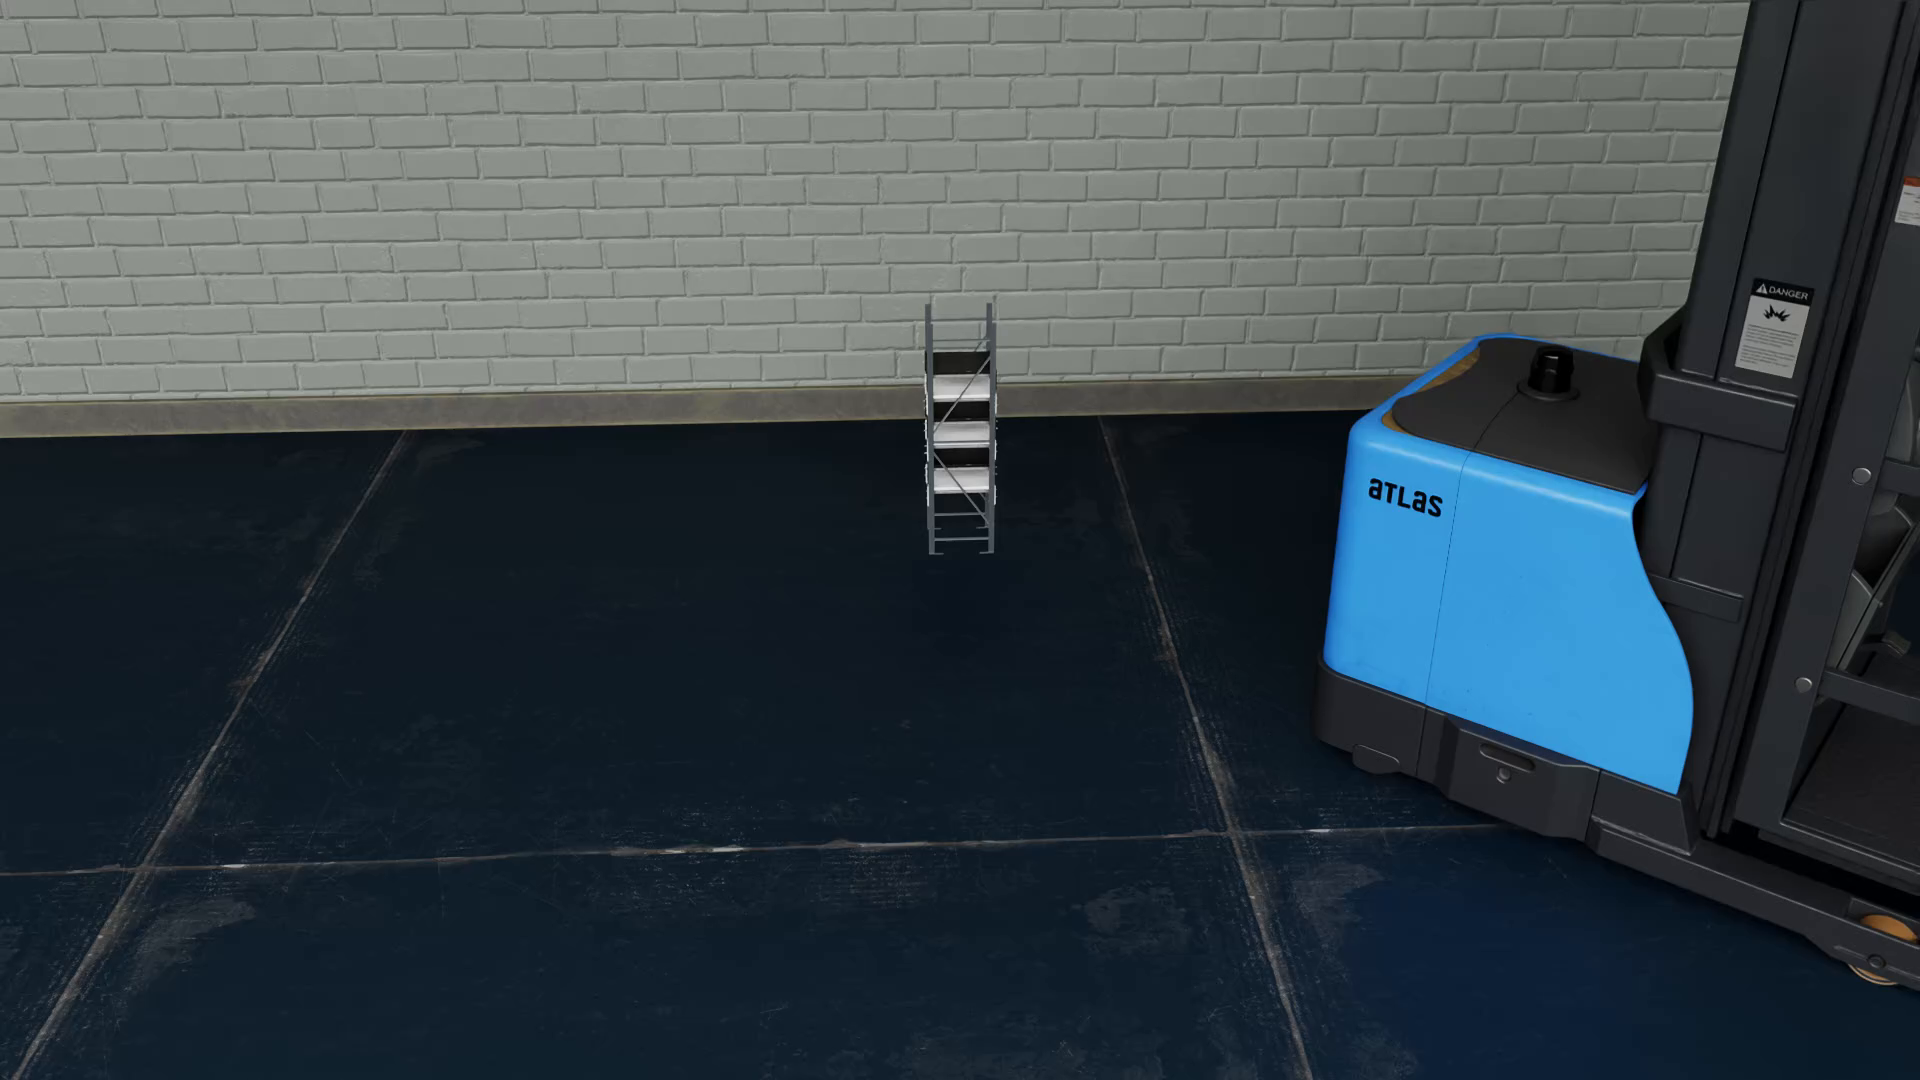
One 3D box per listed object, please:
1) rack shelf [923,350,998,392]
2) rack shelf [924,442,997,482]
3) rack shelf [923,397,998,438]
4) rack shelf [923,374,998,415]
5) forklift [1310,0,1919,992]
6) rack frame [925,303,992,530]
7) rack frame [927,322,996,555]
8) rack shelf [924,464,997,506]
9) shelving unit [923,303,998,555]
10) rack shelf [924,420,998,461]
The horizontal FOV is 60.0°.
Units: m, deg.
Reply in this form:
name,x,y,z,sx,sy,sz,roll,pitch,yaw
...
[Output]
name,x,y,z,sx,sy,sz,roll,pitch,yaw
rack shelf,0.000,-0.605,5.925,0.258,0.077,0.200,-1,28,-3
rack shelf,0.000,-0.286,6.092,0.258,0.077,0.200,-1,28,-3
rack shelf,0.000,-0.445,6.009,0.258,0.077,0.200,-1,28,-3
rack shelf,0.000,-0.525,5.967,0.258,0.077,0.200,-1,28,-3
forklift,2.527,-0.419,3.885,3.031,2.935,1.130,20,33,33
rack frame,-0.005,-0.442,6.125,0.240,0.900,0.006,-1,28,-3
rack frame,0.006,-0.348,5.945,0.240,0.900,0.006,-1,28,-3
rack shelf,0.000,-0.206,6.133,0.258,0.077,0.200,-1,28,-3
shelving unit,0.000,-0.395,6.035,0.258,0.900,0.210,-1,28,-3
rack shelf,0.000,-0.366,6.050,0.258,0.077,0.200,-1,28,-3
